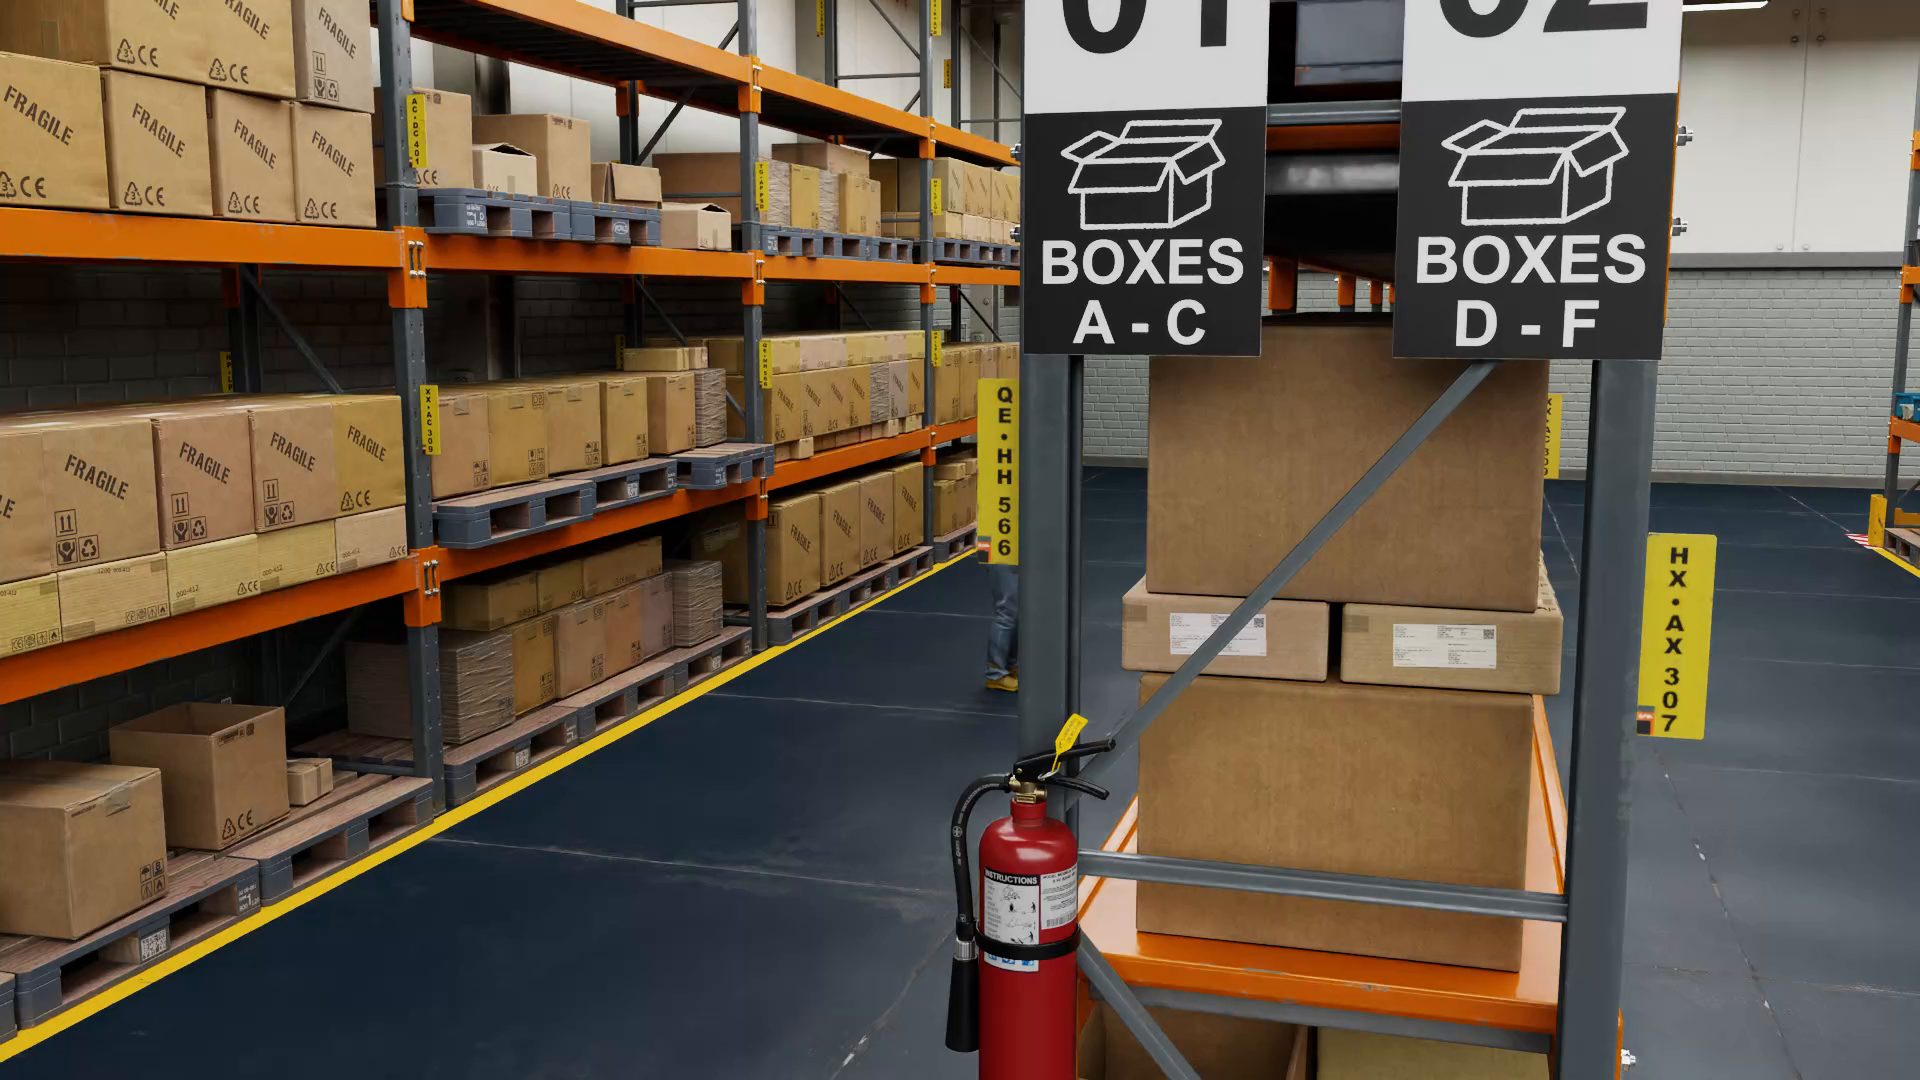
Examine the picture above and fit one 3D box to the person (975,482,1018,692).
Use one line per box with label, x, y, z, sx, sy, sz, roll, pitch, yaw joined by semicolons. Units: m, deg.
person;0.312;0.069;10.777;0.422;1.765;0.583;2;9;15
